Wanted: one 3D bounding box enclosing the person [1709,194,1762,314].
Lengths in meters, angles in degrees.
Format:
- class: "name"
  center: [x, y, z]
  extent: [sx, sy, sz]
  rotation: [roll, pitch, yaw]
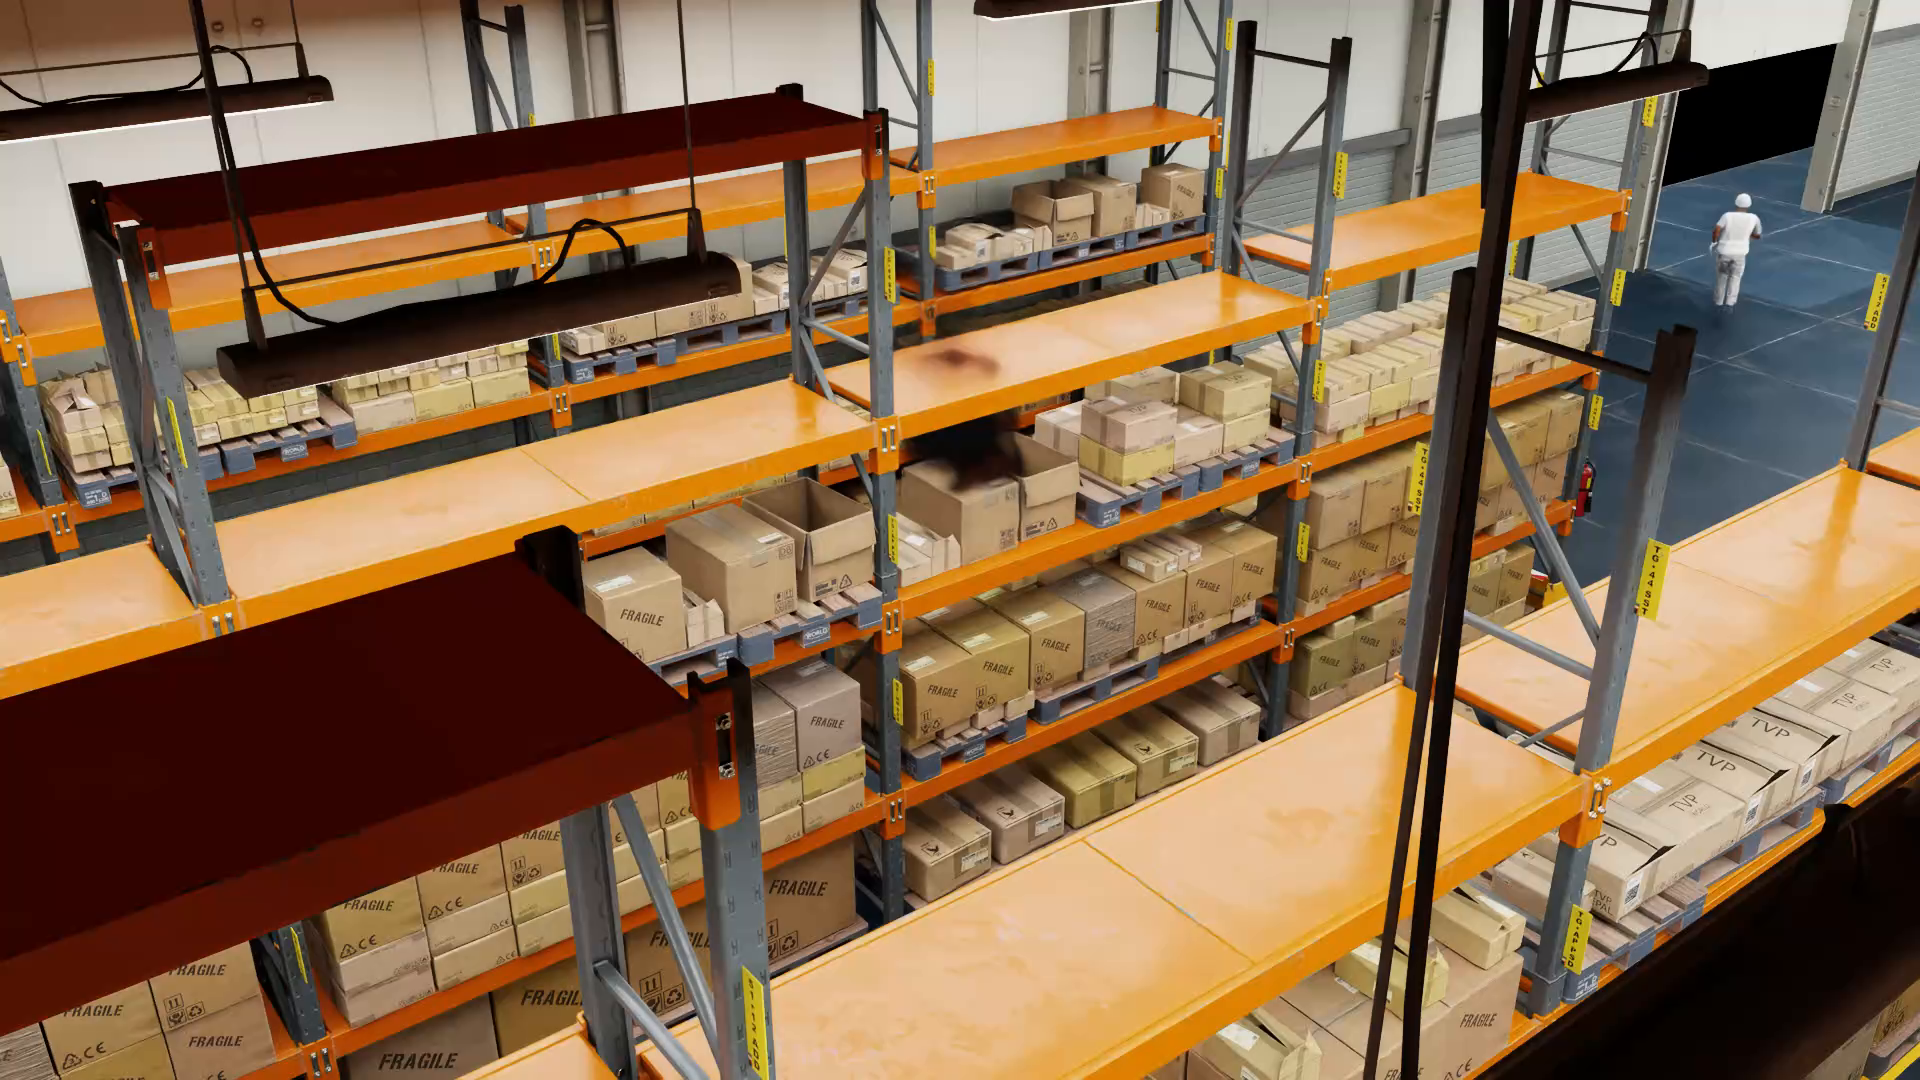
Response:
- class: "person"
  center: [11.495, -4.262, 24.726]
  extent: [0.685, 1.765, 0.984]
  rotation: [9, 28, 18]
